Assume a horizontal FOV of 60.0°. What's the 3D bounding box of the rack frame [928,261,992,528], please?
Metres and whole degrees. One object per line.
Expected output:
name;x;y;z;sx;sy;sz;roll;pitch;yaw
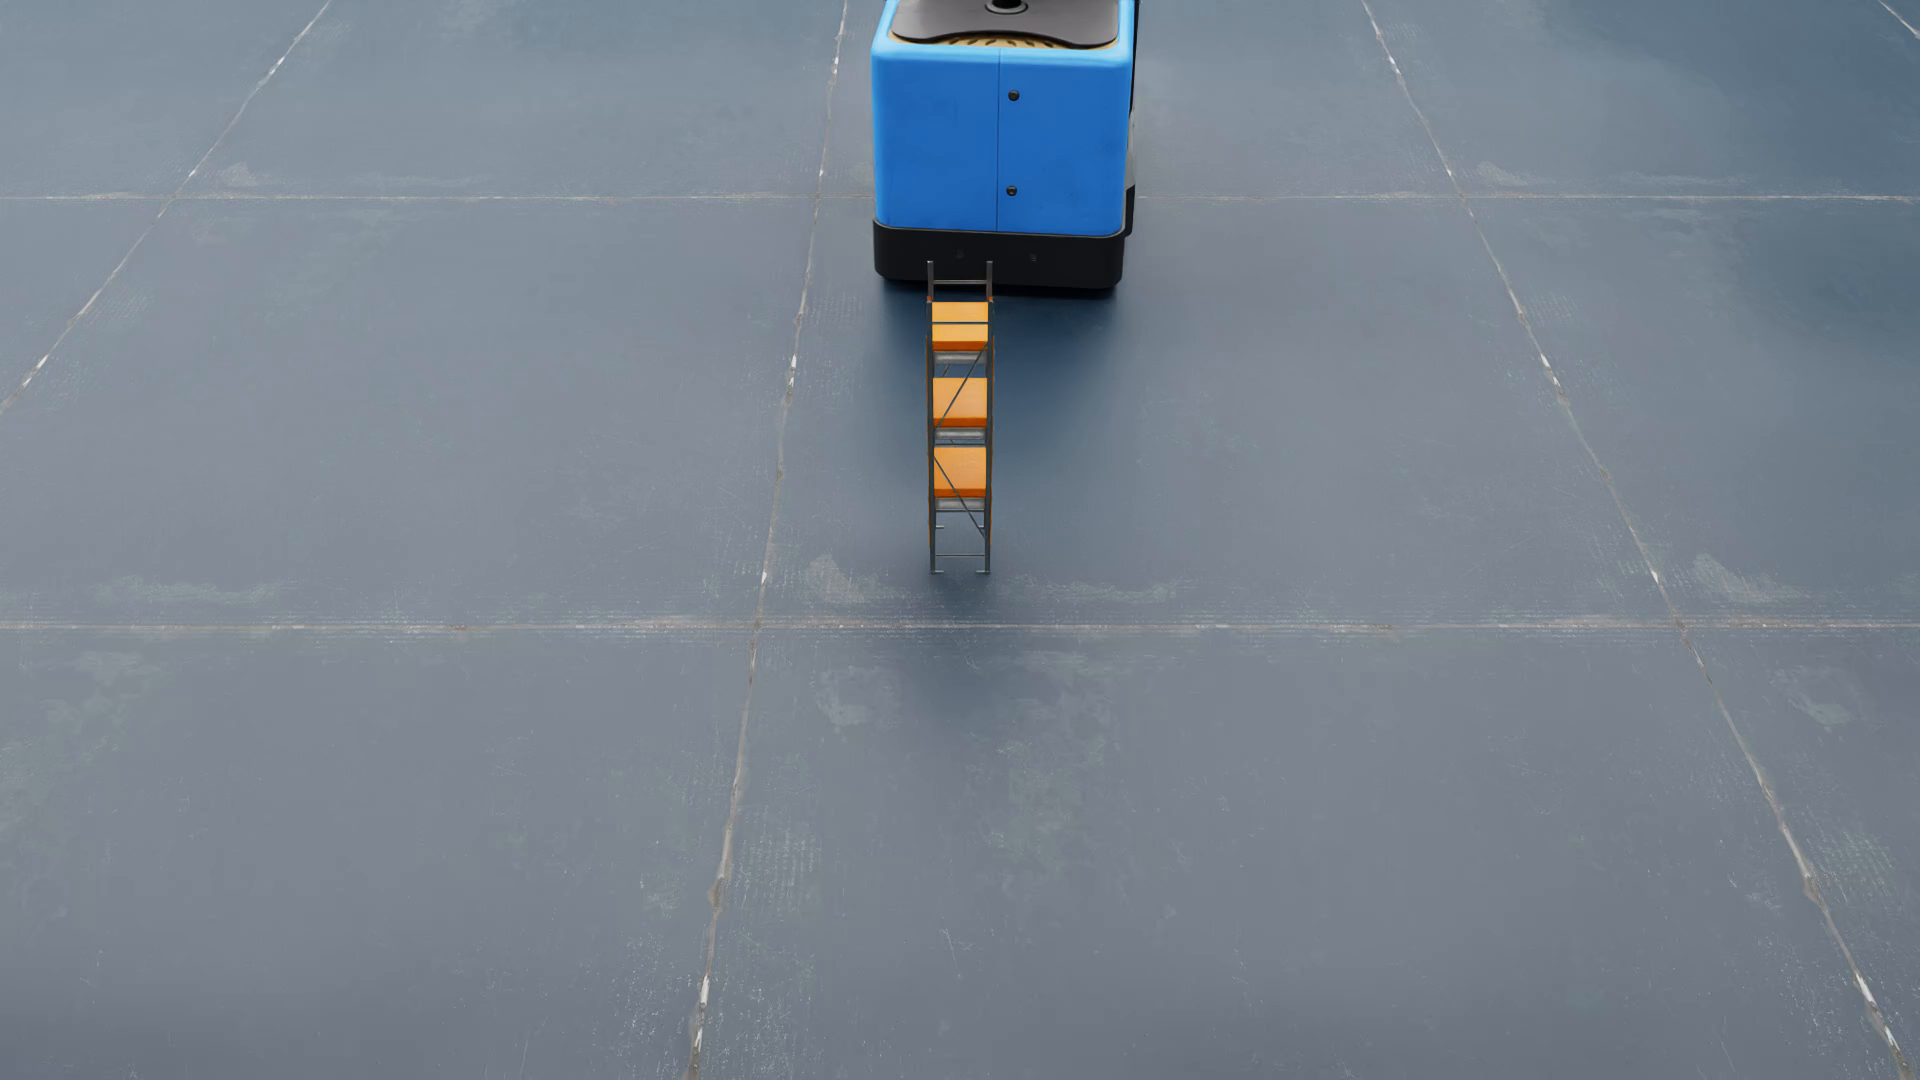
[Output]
rack frame;0.000;-0.453;5.475;0.200;1.050;0.008;0;39;0

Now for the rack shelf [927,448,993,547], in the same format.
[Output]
rack shelf;0.000;-0.151;5.560;0.215;0.259;0.240;0;39;0

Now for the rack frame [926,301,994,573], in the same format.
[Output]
rack frame;0.000;-0.300;5.285;0.200;1.050;0.008;0;39;0

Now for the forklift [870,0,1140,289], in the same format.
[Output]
forklift;0.288;-3.104;7.279;1.130;2.935;3.031;3;39;4

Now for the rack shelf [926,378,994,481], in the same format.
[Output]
rack shelf;0.000;-0.368;5.387;0.215;0.259;0.240;0;39;0

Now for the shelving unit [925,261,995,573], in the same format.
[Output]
shelving unit;0.000;-0.376;5.380;0.215;1.050;0.252;0;39;0

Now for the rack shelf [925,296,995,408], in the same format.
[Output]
rack shelf;0.000;-0.589;5.209;0.215;0.259;0.240;0;39;0
